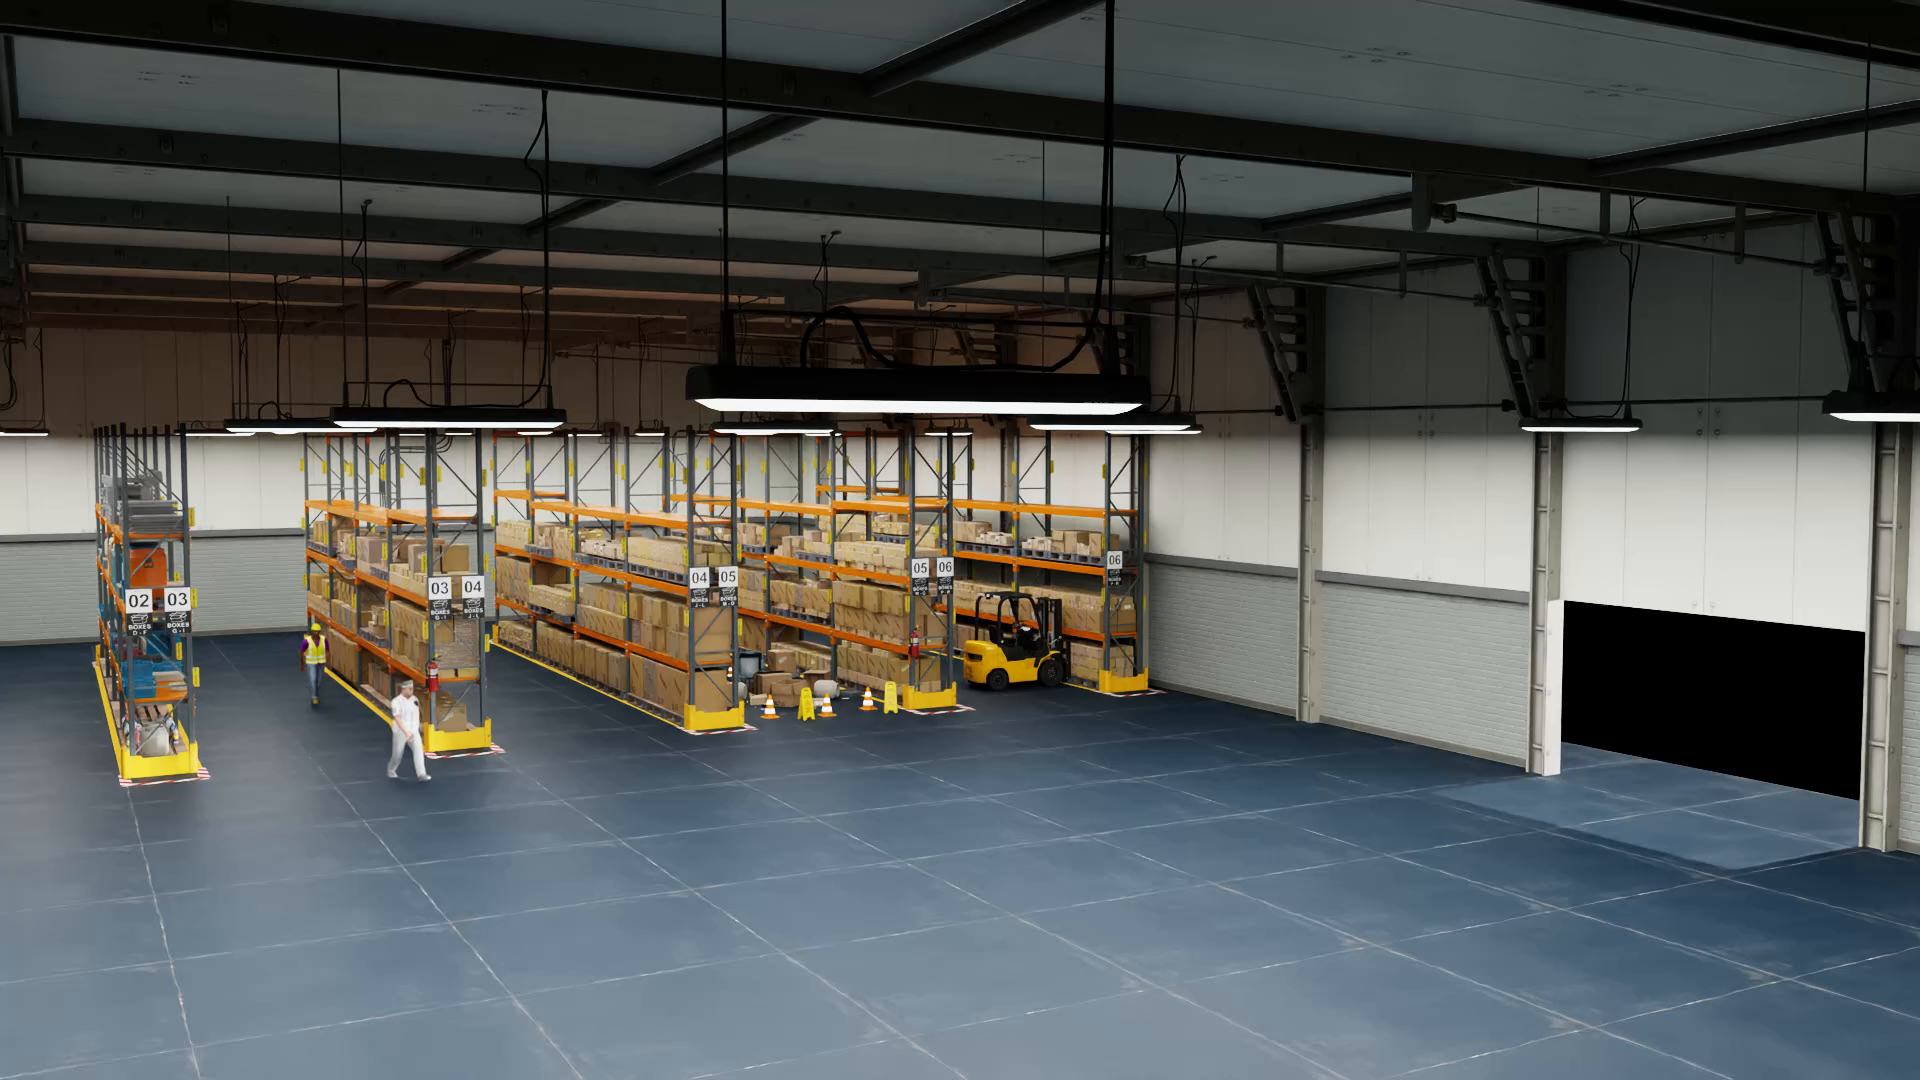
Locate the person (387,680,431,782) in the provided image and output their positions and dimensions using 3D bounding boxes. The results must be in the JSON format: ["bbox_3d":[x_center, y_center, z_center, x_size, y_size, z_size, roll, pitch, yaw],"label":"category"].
[{"bbox_3d":[-9.209,3.182,27.785,1.118,1.683,0.514,3,5,43],"label":"person"}]

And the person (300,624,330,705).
[{"bbox_3d":[-13.879,2.662,35.901,0.584,1.712,0.989,-3,5,-41],"label":"person"}]
